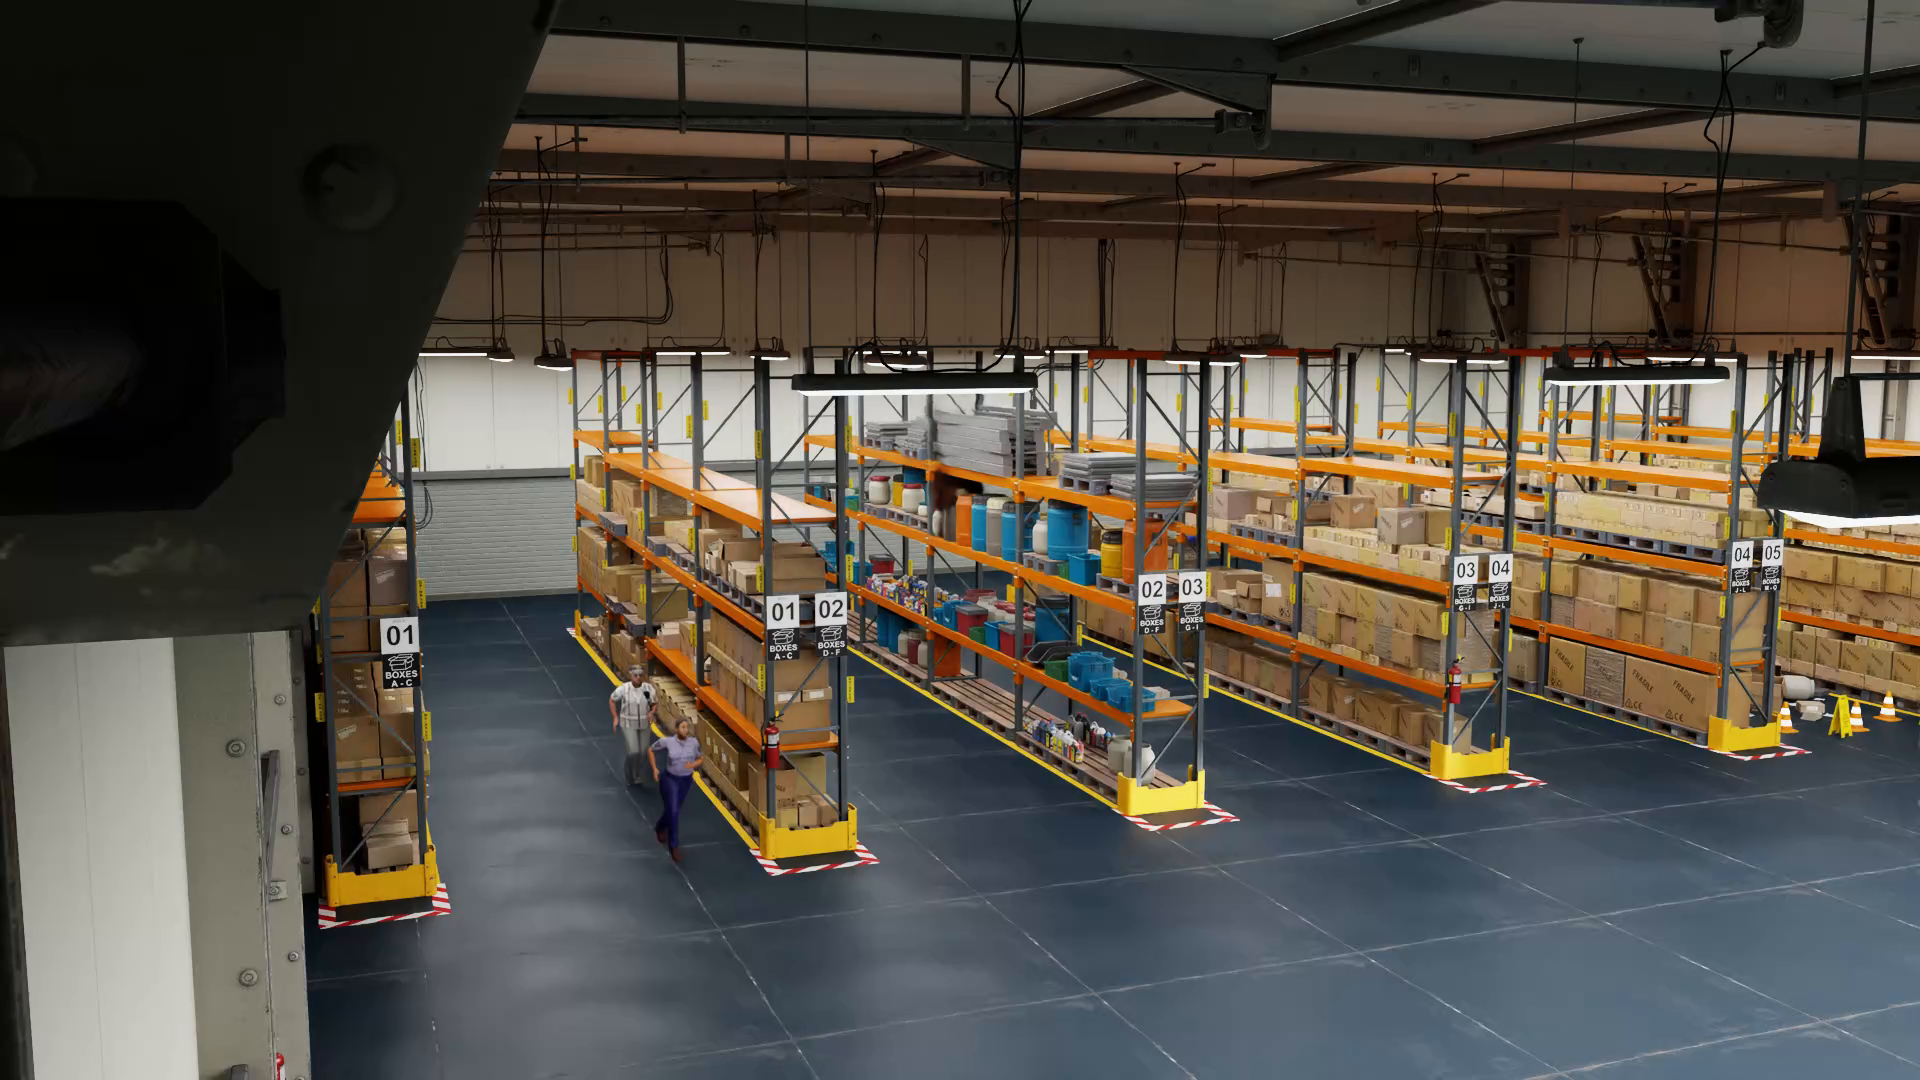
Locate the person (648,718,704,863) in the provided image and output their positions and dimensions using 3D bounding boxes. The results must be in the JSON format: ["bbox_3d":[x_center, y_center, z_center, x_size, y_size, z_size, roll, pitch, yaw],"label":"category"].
[{"bbox_3d":[-3.453,2.995,20.378,0.626,1.664,0.909,-6,9,-39],"label":"person"}]

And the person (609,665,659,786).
[{"bbox_3d":[-4.501,2.585,23.169,0.637,1.738,0.723,-4,8,-27],"label":"person"}]

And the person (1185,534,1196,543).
[{"bbox_3d":[5.618,0.385,41.446,0.739,1.608,0.888,-2,7,-18],"label":"person"}]
